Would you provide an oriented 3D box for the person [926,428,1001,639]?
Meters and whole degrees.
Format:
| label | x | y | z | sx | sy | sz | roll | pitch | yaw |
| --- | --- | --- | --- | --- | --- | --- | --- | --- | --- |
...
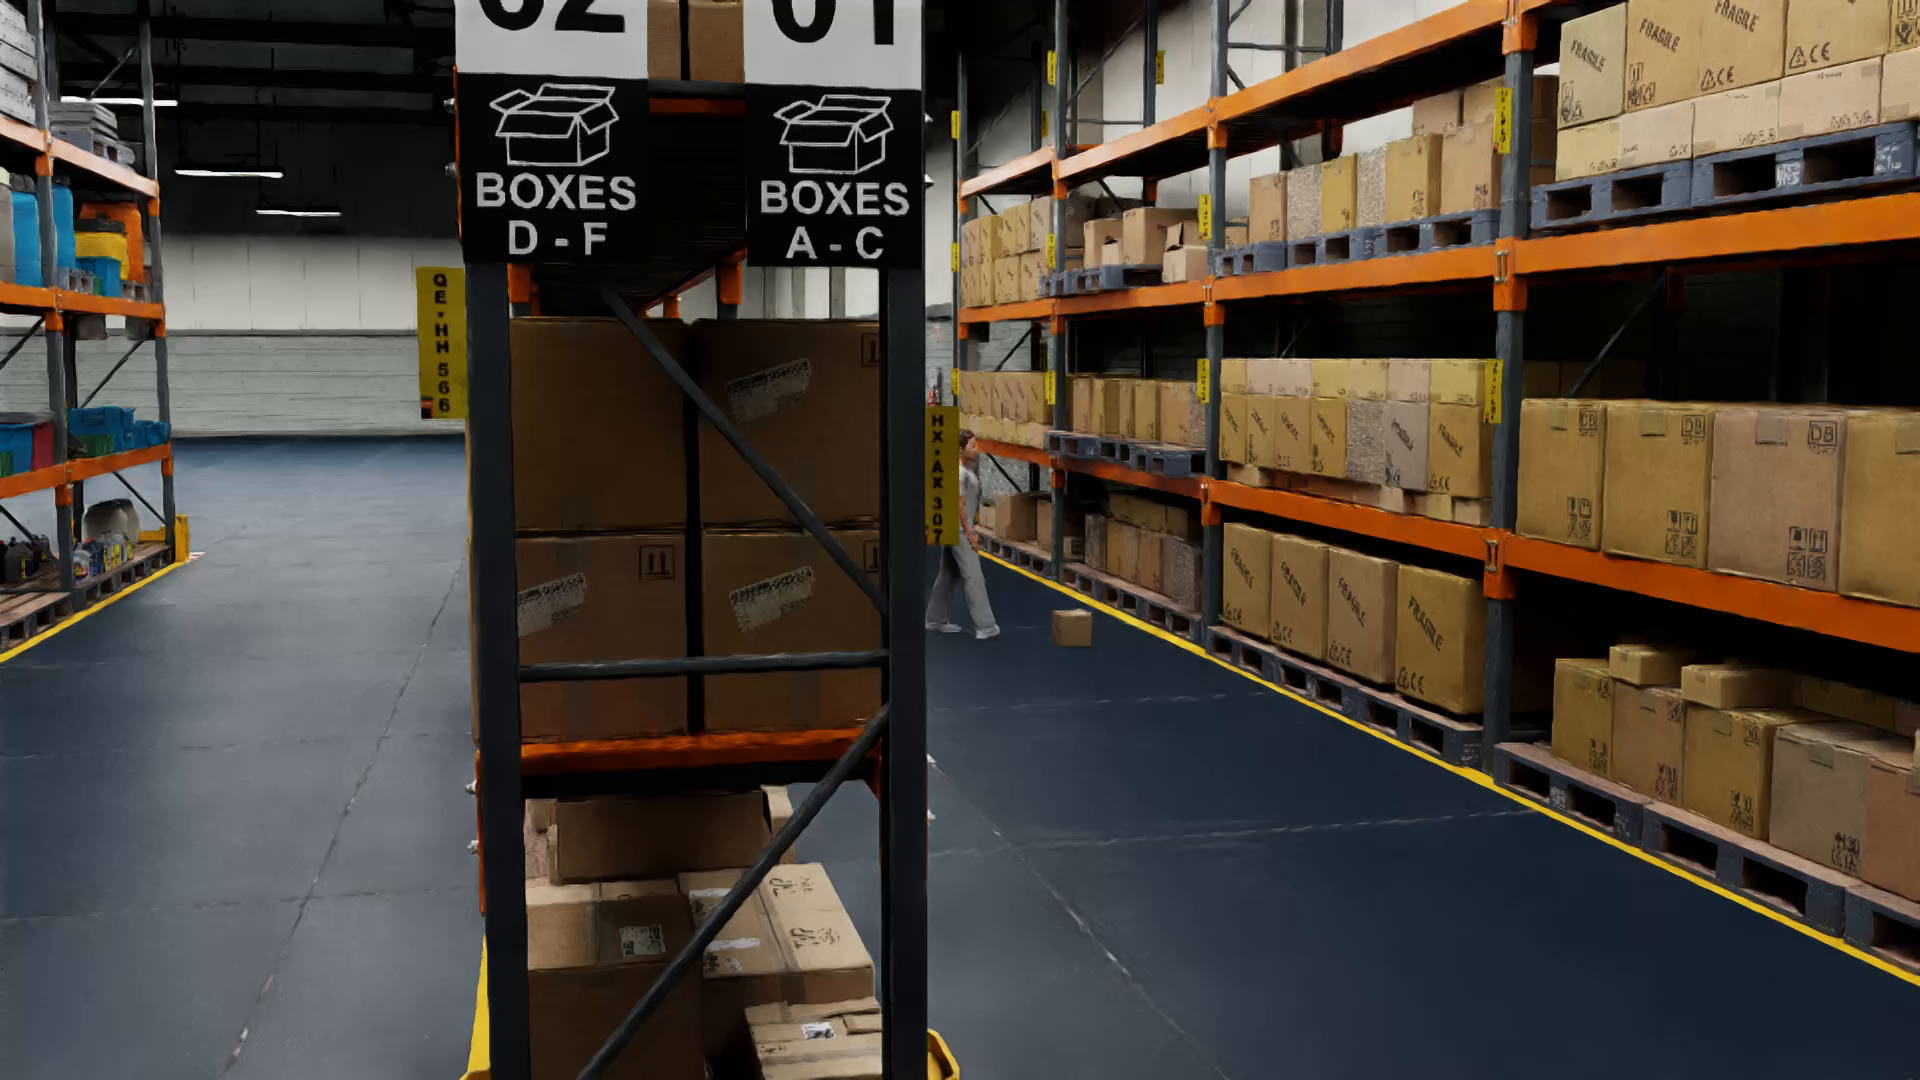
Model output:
| label | x | y | z | sx | sy | sz | roll | pitch | yaw |
| --- | --- | --- | --- | --- | --- | --- | --- | --- | --- |
| person | 0.015 | -0.053 | 13.211 | 0.618 | 1.671 | 0.536 | 0 | 6 | -1 |
